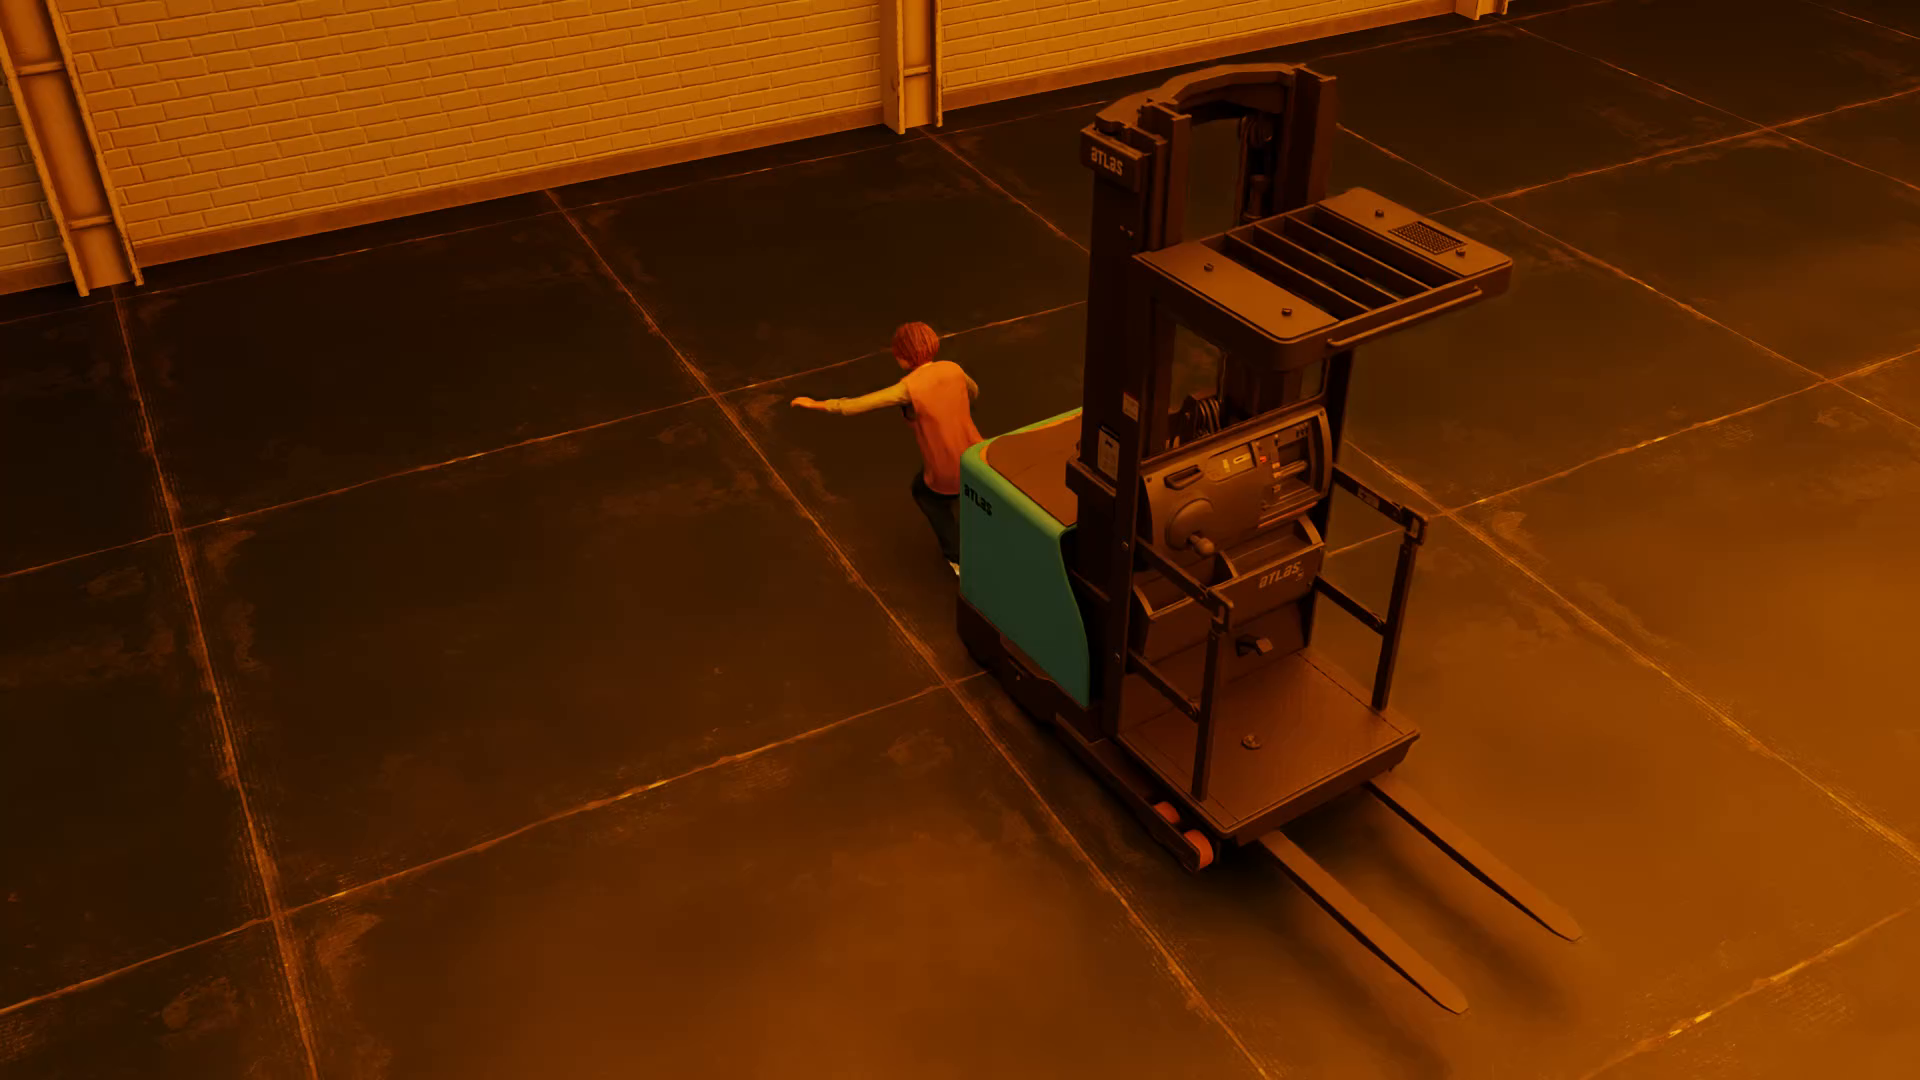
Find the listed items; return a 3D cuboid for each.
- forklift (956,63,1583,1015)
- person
[{"bbox_3d":[1.213,-0.168,6.360,1.130,2.935,3.031,-21,40,-27],"label":"forklift"},{"bbox_3d":[-0.106,-0.504,8.225,1.256,1.362,0.769,-27,44,-33],"label":"person"}]
